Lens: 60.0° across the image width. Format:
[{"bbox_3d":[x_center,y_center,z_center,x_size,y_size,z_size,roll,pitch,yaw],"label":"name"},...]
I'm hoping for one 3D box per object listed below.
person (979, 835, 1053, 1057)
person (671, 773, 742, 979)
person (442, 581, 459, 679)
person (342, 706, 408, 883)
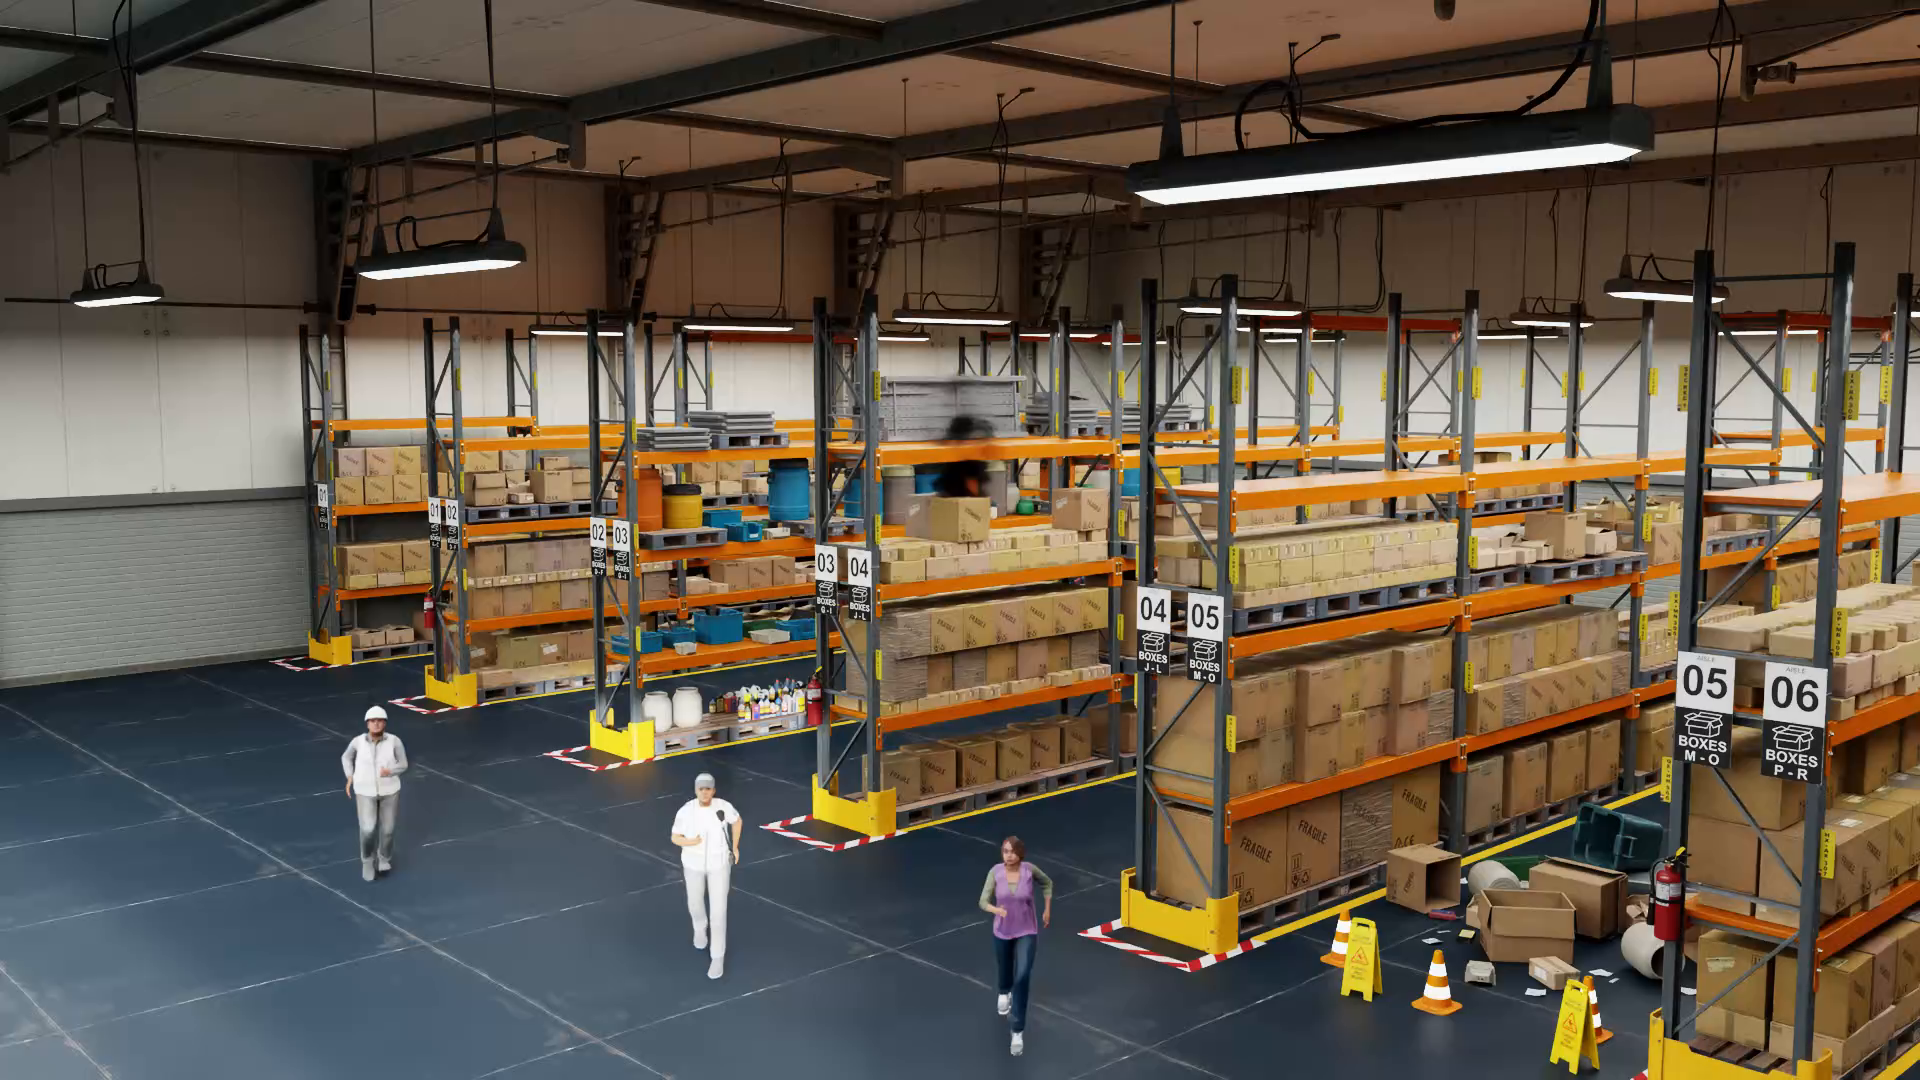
[{"bbox_3d":[0.436,3.068,12.929,0.549,1.627,0.852,1,6,8],"label":"person"},{"bbox_3d":[-2.208,2.859,14.509,0.597,1.679,0.912,0,6,-5],"label":"person"},{"bbox_3d":[-8.371,1.532,27.675,0.564,1.712,0.752,5,8,40],"label":"person"},{"bbox_3d":[-5.936,2.583,16.918,0.628,1.783,0.705,-2,6,-22],"label":"person"}]
